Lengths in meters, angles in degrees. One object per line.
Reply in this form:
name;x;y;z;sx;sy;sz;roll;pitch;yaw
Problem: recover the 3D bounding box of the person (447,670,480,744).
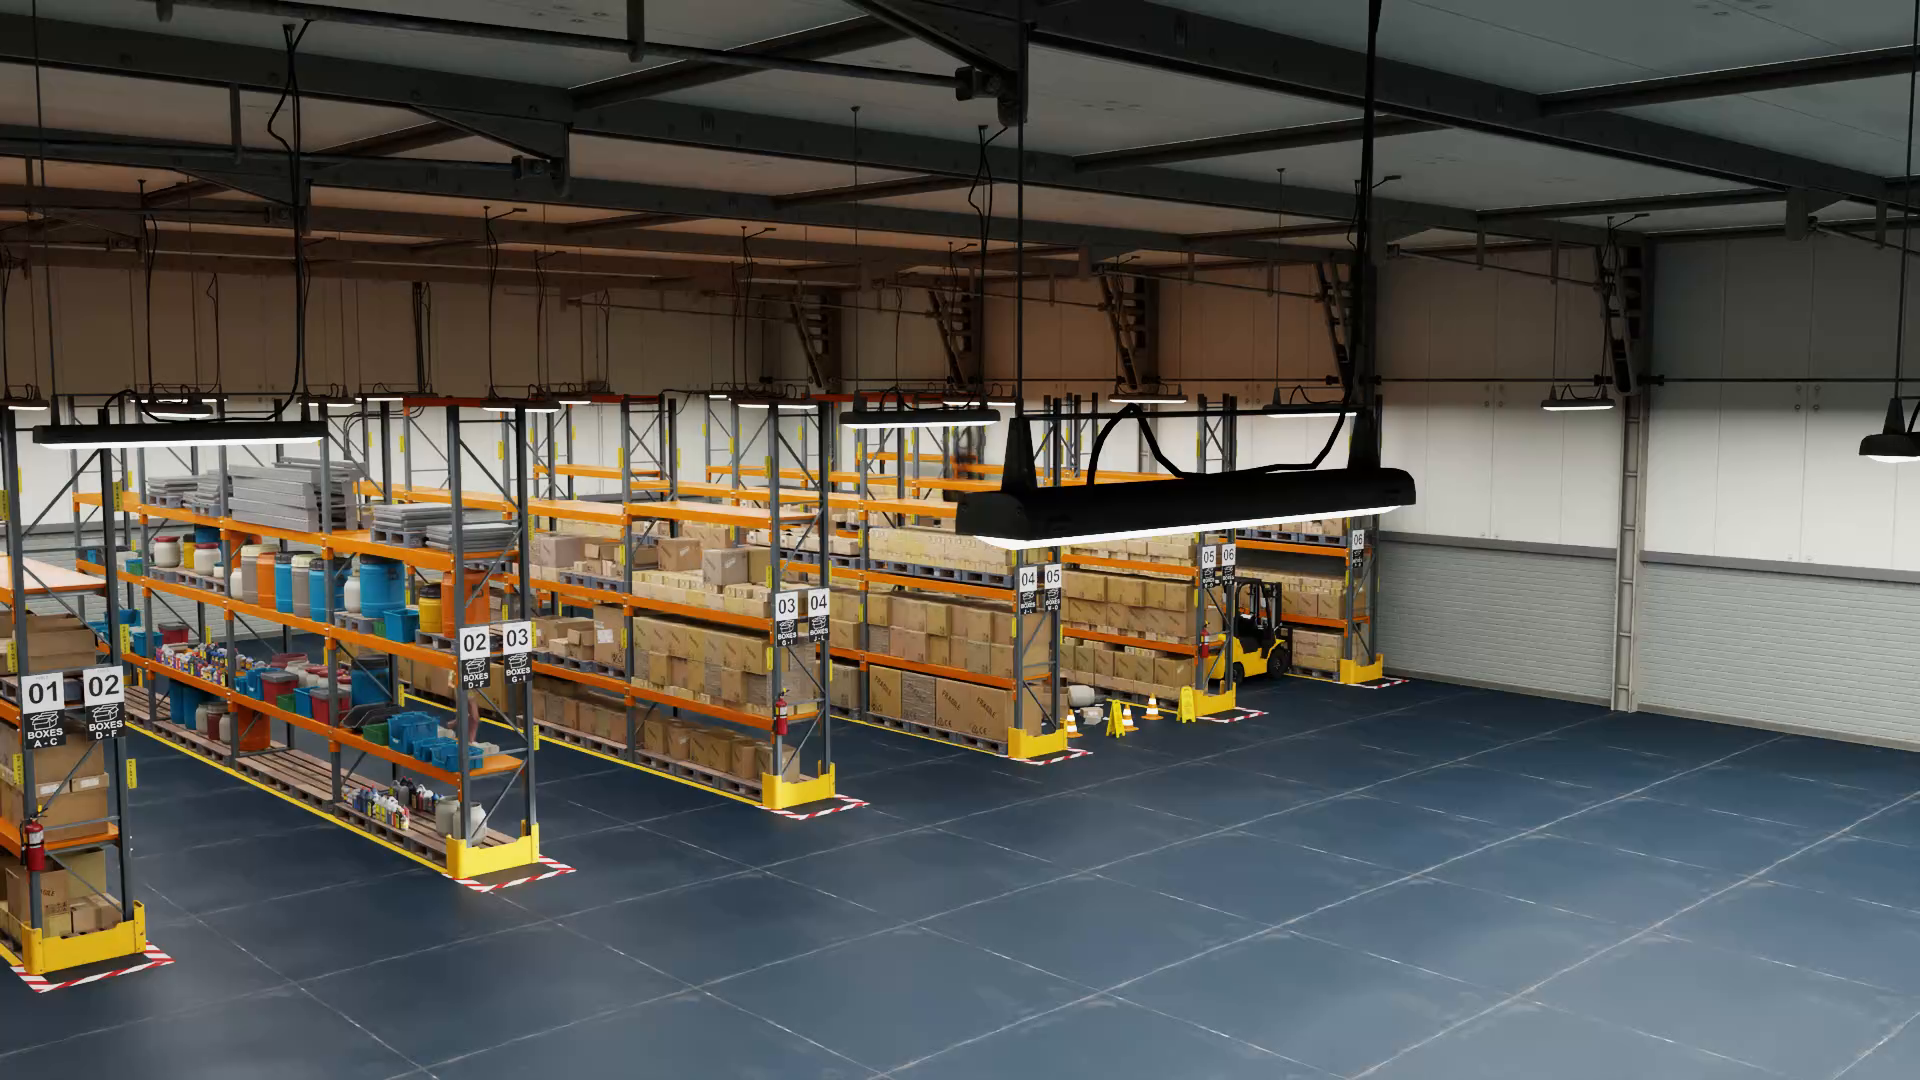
person;-8.577;2.738;28.773;0.758;1.628;0.588;5;7;41
